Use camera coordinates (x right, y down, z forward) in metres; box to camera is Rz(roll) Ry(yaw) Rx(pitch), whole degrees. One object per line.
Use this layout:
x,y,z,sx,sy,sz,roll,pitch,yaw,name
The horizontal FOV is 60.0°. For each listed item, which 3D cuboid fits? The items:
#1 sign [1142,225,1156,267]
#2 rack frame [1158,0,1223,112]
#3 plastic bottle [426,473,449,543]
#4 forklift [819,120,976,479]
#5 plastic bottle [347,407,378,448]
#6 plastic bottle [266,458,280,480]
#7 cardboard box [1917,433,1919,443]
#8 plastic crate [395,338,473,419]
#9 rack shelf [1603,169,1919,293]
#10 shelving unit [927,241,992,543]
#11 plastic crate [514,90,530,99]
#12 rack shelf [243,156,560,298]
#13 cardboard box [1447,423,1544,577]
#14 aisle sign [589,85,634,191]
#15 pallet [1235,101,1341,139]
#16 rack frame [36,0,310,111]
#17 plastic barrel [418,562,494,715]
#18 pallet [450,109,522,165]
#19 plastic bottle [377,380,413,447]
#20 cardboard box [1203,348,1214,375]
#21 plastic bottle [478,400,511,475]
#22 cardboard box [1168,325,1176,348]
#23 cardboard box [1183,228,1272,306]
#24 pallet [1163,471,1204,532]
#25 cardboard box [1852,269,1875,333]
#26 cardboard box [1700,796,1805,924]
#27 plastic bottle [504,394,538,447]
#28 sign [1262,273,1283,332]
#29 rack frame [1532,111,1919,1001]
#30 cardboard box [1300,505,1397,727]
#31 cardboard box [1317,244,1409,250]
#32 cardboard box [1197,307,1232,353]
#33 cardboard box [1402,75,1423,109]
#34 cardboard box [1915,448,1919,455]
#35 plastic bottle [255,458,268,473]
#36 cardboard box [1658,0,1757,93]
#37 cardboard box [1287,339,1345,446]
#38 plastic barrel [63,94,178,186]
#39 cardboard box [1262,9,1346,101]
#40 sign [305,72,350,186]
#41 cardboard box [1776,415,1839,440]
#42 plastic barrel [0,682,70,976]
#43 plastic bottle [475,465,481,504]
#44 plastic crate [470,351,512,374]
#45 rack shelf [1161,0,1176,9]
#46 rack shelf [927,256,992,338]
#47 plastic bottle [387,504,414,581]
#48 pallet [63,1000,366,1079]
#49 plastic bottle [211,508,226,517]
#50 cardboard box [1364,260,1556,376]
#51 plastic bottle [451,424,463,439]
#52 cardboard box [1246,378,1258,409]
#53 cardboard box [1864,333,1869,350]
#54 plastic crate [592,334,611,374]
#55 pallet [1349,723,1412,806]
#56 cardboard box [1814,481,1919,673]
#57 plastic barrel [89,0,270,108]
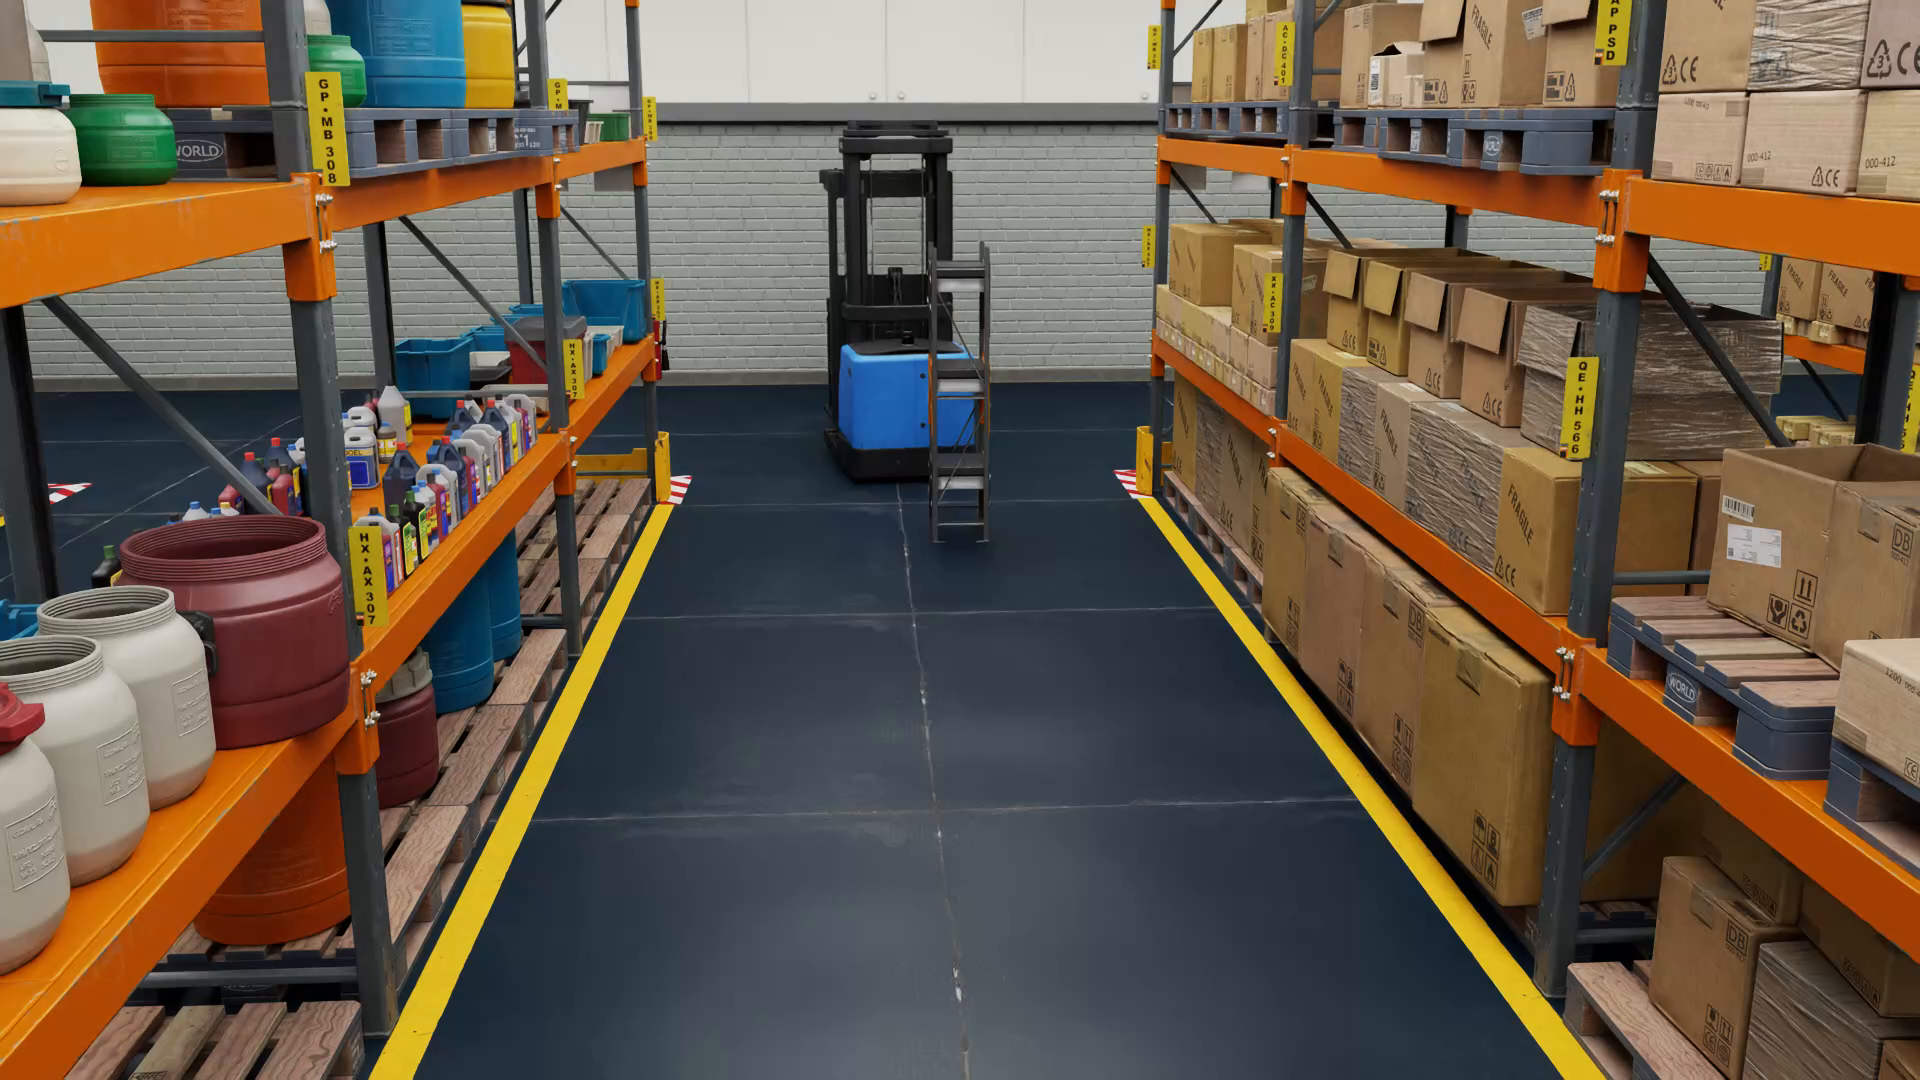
1.486,-2.311,13.093,0.100,0.325,0.005,-1,14,-3,sign
2.040,-4.766,12.491,1.000,3.000,0.127,-1,14,-3,rack frame
-2.138,-0.139,6.781,0.061,0.283,0.133,-1,14,-3,plastic bottle
-0.652,-2.250,14.890,1.130,2.935,3.031,-3,15,-11,forklift
-2.984,-0.517,8.267,0.152,0.276,0.135,-1,14,-3,plastic bottle
-2.888,-0.197,7.005,0.061,0.283,0.133,-1,14,-3,plastic bottle
7.337,-0.704,12.428,0.380,0.149,0.250,-1,15,-6,cardboard box
-3.025,-0.922,9.500,0.392,0.384,0.575,-1,14,-3,plastic crate
2.660,-0.478,3.289,1.077,0.370,4.000,-1,14,-3,rack shelf
-0.010,-1.058,11.925,0.431,2.100,0.503,-1,14,-3,shelving unit
-3.083,-2.823,11.082,0.504,0.338,0.767,-1,14,-3,plastic crate
-2.531,-1.396,6.858,1.077,0.370,4.000,-1,14,-3,rack shelf
2.233,-0.163,6.438,0.500,0.500,0.500,-1,14,-4,cardboard box
-2.615,-3.066,12.705,0.394,0.787,0.004,-1,14,-3,aisle sign
2.248,-2.479,9.801,1.003,0.211,1.213,-1,14,-3,pallet
-2.408,-2.700,4.461,1.000,3.000,0.127,-1,14,-3,rack frame
-2.595,0.335,8.073,0.600,0.901,0.708,-1,14,-3,plastic barrel
-2.436,-1.675,6.877,1.003,0.211,1.213,-1,14,-3,pallet
-2.955,-0.663,8.682,0.144,0.351,0.185,-1,14,-3,plastic bottle
1.848,-1.198,11.167,0.380,0.149,0.250,-1,14,-3,cardboard box
-2.260,-0.496,8.034,0.144,0.351,0.185,-1,14,-3,plastic bottle
1.766,-1.518,12.412,0.380,0.149,0.250,-1,14,-5,cardboard box
1.870,-1.919,11.663,0.500,0.500,0.500,-1,14,-5,cardboard box
2.168,-0.313,12.818,1.003,0.211,1.213,-1,14,-3,pallet
6.825,-1.734,11.948,0.500,0.500,0.500,-1,14,-3,cardboard box
2.607,0.929,5.023,0.500,0.250,0.500,0,14,-1,cardboard box
-2.308,-0.636,8.729,0.152,0.276,0.135,-1,14,-3,plastic bottle
1.734,-1.315,9.220,0.100,0.325,0.005,-1,14,-3,sign
2.536,0.129,5.506,1.000,3.000,0.127,-1,14,-3,rack frame
2.404,0.341,8.104,1.225,0.875,0.875,-1,14,-5,cardboard box
2.491,-1.546,10.215,0.500,0.500,0.500,-1,14,-3,cardboard box
1.904,-1.425,11.248,0.500,0.250,0.500,-1,14,-5,cardboard box
2.231,-2.028,7.529,0.380,0.149,0.250,-1,15,-6,cardboard box
6.792,-0.560,11.870,0.380,0.149,0.250,-1,14,-3,cardboard box
-2.949,-0.196,7.001,0.061,0.283,0.133,-1,14,-3,plastic bottle
2.308,-1.494,4.588,0.500,0.500,0.500,-1,14,-3,cardboard box
2.067,-0.796,8.900,0.500,0.500,0.500,-1,14,-3,cardboard box
-2.341,-1.112,4.619,0.294,0.245,0.294,0,14,0,plastic barrel
2.180,-2.813,9.674,0.700,0.500,0.500,-2,15,-7,cardboard box
-1.859,-1.207,4.888,0.100,0.325,0.005,-1,14,-3,sign
6.690,-0.887,13.141,0.380,0.149,0.250,-2,15,-6,cardboard box
-2.072,0.603,3.391,0.433,0.535,0.433,0,14,0,plastic barrel
-2.197,-0.264,7.433,0.097,0.201,0.097,0,14,0,plastic bottle
-3.063,-1.119,10.766,0.293,0.136,0.466,-1,14,-3,plastic crate
2.164,-3.727,10.697,1.077,0.370,4.000,-1,14,-3,rack shelf
-0.010,-1.723,11.754,0.431,0.518,0.480,-1,14,-3,rack shelf
-2.103,0.000,6.240,0.061,0.283,0.133,-1,14,-3,plastic bottle
-2.398,1.749,4.805,1.003,0.211,1.213,-1,14,-3,pallet
-2.898,-0.024,6.499,0.097,0.201,0.097,0,14,0,plastic bottle
2.367,-1.071,7.954,0.797,0.503,0.637,-1,14,-3,cardboard box
-2.378,-0.411,7.863,0.097,0.271,0.097,0,14,0,plastic bottle
1.926,-0.879,9.928,0.380,0.149,0.250,-1,14,-2,cardboard box
6.855,-1.444,12.124,0.380,0.149,0.250,-1,14,-4,cardboard box
-2.520,-1.225,10.985,0.416,0.233,0.300,-1,14,-3,plastic crate
2.490,0.979,7.796,1.003,0.211,1.213,-1,14,-3,pallet
2.744,0.148,4.388,0.700,0.500,0.500,1,14,5,cardboard box
-2.440,-1.800,5.278,0.600,0.830,0.708,-1,14,-3,plastic barrel
